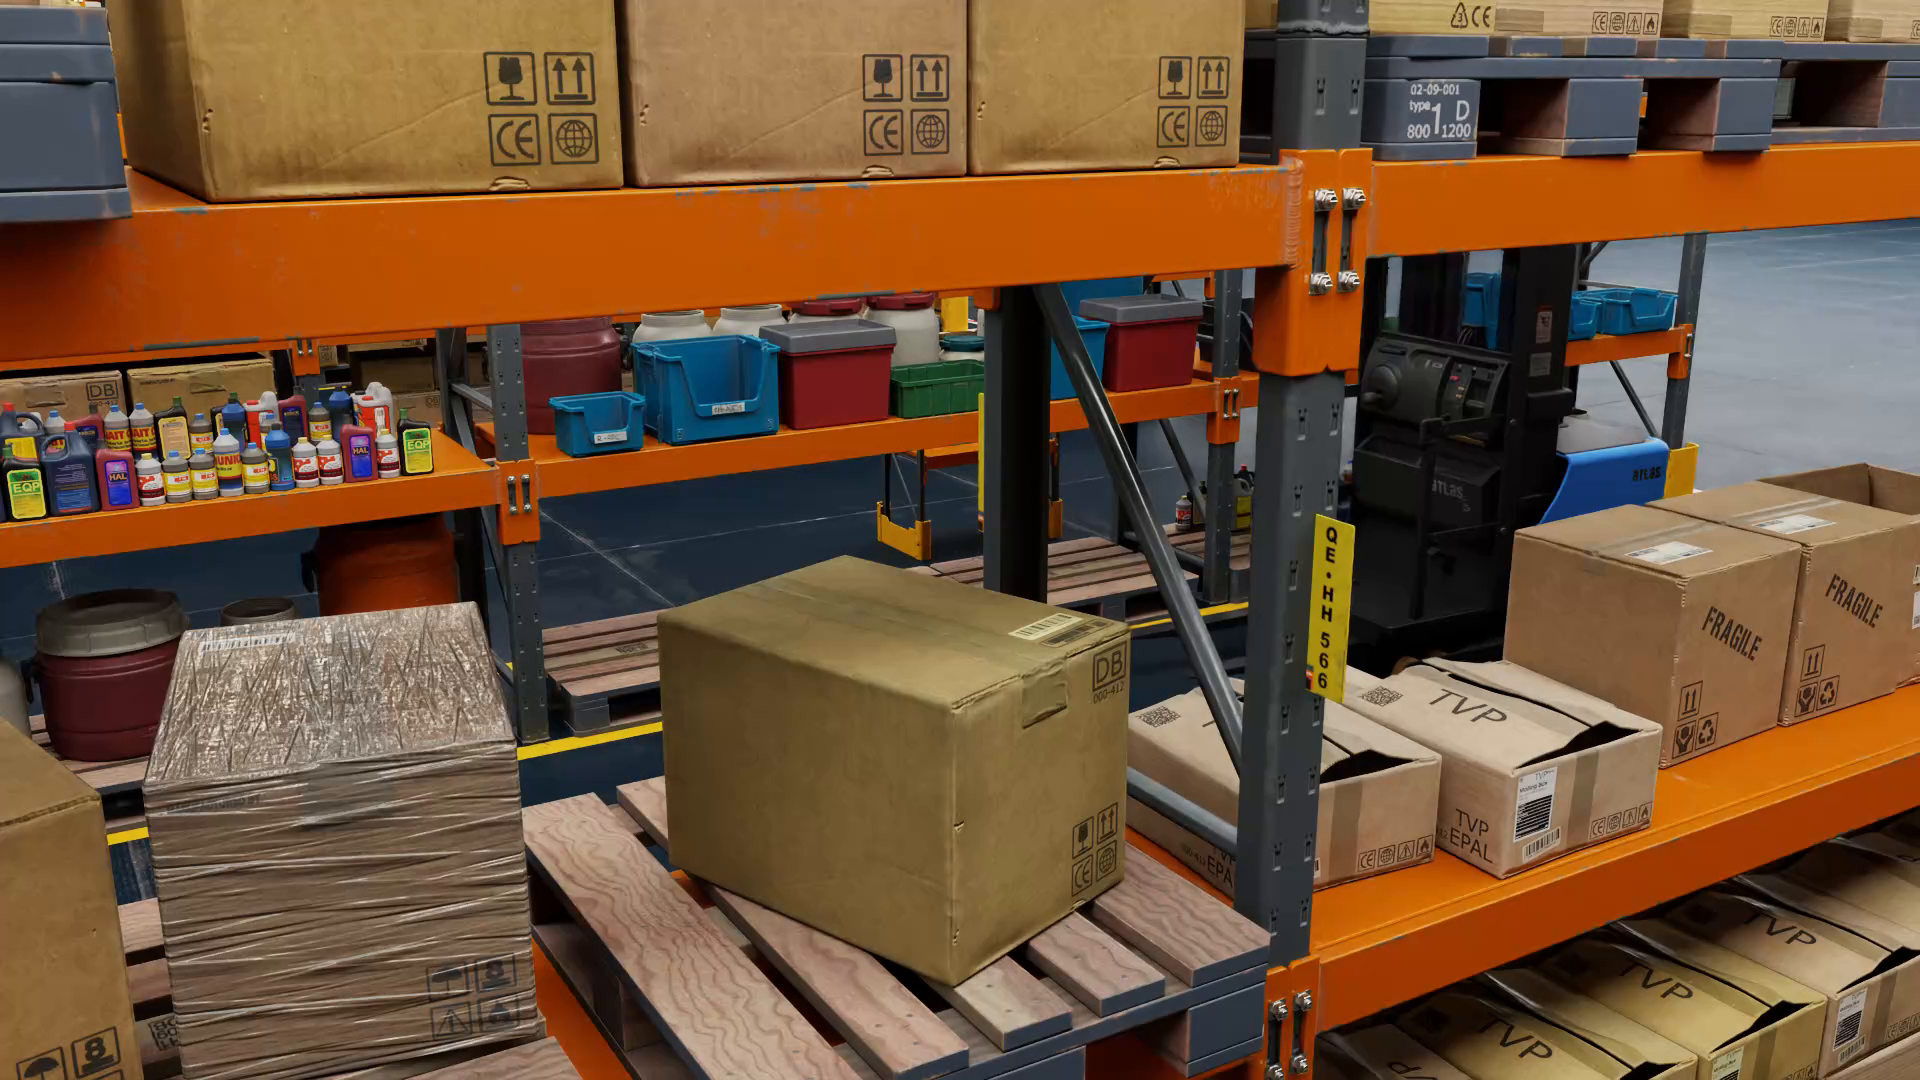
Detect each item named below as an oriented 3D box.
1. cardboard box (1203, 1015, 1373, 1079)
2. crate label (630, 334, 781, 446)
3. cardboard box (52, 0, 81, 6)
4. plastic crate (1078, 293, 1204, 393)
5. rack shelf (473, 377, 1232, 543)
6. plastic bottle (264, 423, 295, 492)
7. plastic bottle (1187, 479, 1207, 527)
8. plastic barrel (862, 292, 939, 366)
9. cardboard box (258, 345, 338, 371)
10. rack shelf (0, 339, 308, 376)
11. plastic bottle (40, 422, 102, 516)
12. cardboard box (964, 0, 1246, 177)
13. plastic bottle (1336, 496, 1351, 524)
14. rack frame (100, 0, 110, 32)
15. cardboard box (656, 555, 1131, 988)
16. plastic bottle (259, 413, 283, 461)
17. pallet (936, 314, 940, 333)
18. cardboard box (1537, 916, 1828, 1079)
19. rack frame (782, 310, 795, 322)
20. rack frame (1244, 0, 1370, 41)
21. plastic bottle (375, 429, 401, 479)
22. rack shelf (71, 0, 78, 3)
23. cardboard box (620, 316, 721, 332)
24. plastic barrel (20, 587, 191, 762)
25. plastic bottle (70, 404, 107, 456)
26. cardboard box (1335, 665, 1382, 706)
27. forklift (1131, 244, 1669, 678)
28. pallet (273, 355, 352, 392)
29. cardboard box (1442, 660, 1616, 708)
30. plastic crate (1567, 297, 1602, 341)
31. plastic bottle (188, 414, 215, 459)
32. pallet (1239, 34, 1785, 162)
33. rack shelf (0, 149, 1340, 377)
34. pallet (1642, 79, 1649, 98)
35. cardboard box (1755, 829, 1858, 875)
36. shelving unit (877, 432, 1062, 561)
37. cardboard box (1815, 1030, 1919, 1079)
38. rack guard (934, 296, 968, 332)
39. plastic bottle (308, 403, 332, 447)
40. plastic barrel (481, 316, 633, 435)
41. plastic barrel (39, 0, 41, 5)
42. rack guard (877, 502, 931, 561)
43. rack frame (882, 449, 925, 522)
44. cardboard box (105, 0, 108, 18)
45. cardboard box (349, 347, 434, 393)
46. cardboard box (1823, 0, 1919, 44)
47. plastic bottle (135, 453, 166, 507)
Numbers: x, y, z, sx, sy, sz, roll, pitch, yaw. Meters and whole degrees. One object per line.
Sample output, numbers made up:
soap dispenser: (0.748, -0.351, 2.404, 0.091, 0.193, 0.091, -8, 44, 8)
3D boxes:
cardboard box: (0.681, 1.239, 4.211, 0.500, 0.311, 0.500, -9, 18, -28)
crate label: (-1.198, -0.722, 7.864, 0.616, 0.435, 0.502, -9, 18, -30)
cardboard box: (-7.852, -4.607, 14.628, 0.258, 0.266, 0.396, -9, 18, -30)
plastic crate: (0.983, -1.078, 9.081, 0.583, 0.464, 0.402, -9, 18, -30)
rack shelf: (-0.474, -0.561, 8.688, 4.000, 0.370, 1.077, -9, 18, -30)
plastic bottle: (-2.789, -0.342, 6.811, 0.097, 0.271, 0.097, 0, 16, 0)
plastic bottle: (1.483, -0.233, 10.401, 0.133, 0.283, 0.061, -8, 18, -27)
plastic barrel: (-0.322, -1.067, 8.907, 0.433, 0.535, 0.433, 0, 16, 0)
cardboard box: (-6.639, -2.120, 16.306, 0.750, 0.750, 1.050, -9, 18, -30)
rack shelf: (-6.454, -1.151, 10.792, 4.000, 0.370, 1.077, -9, 18, -30)
plastic bottle: (-3.453, -0.280, 6.442, 0.185, 0.351, 0.144, -9, 18, -30)
cardboard box: (0.003, -0.907, 2.846, 0.500, 0.500, 0.910, -9, 18, -30)
plastic bottle: (2.308, -0.165, 10.032, 0.185, 0.351, 0.144, -10, 19, -32)
rack frame: (-9.843, -6.957, 19.057, 0.127, 3.000, 1.000, -9, 18, -30)
cardboard box: (-0.123, 0.380, 3.033, 0.700, 0.500, 0.500, 13, 20, 38)
plastic bottle: (-3.042, -0.458, 7.355, 0.097, 0.201, 0.097, 0, 16, 0)
pallet: (-0.995, -2.577, 19.714, 1.213, 0.211, 1.003, -9, 18, -30)
cardboard box: (1.844, 1.218, 4.283, 0.500, 0.311, 0.500, -10, 18, -31)
rack frame: (-1.311, -2.332, 13.671, 0.127, 3.000, 1.000, -9, 18, -30)
rack frame: (0.359, -2.372, 2.699, 0.127, 3.000, 1.000, -9, 18, -30)
plastic bottle: (-2.424, -0.367, 7.031, 0.097, 0.201, 0.097, 0, 16, 0)
rack shelf: (-14.117, -7.288, 22.311, 4.000, 0.370, 1.077, -9, 18, -30)
cardboard box: (-3.203, -2.744, 18.299, 0.875, 0.875, 0.875, -9, 18, -29)
plastic barrel: (-3.567, 0.558, 7.051, 0.708, 0.588, 0.600, -9, 18, -30)
plastic bottle: (-3.740, -0.438, 7.132, 0.133, 0.283, 0.061, -9, 18, -30)
cardboard box: (0.988, 0.449, 4.217, 0.250, 0.149, 0.380, -9, 18, -30)
forklift: (2.242, -0.830, 8.440, 3.031, 2.935, 1.130, -8, 18, -27)
pallet: (-6.493, -1.687, 16.536, 1.213, 0.211, 1.003, -9, 18, -30)
cardboard box: (1.423, 0.447, 4.222, 0.250, 0.149, 0.380, -8, 17, -26)
plastic crate: (3.834, -1.442, 10.774, 0.408, 0.251, 0.499, -9, 18, -30)
plastic bottle: (-3.350, -0.456, 7.348, 0.097, 0.201, 0.097, 0, 16, 0)
pallet: (0.895, -0.952, 3.540, 1.003, 0.211, 1.213, -8, 18, -27)
rack shelf: (-1.355, -0.303, 2.209, 4.000, 0.370, 1.077, -9, 18, -30)
pallet: (3.909, -3.003, 10.857, 1.213, 0.211, 1.003, -9, 18, -30)
cardboard box: (2.431, 0.953, 5.230, 0.500, 0.311, 0.500, -10, 18, -32)
shelving unit: (0.065, -0.733, 10.745, 1.083, 1.500, 0.587, -9, 18, -30)
cardboard box: (2.272, 1.419, 4.607, 0.500, 0.250, 0.500, -9, 18, -29)
rack guard: (-0.329, -2.849, 20.147, 0.348, 0.500, 1.175, -9, 18, -30)
plastic bottle: (-2.923, -0.525, 7.595, 0.097, 0.201, 0.097, 0, 16, 0)
plastic barrel: (-1.947, -0.830, 8.061, 0.708, 0.536, 0.600, -9, 18, -30)
plastic barrel: (-3.631, -2.060, 6.116, 0.433, 0.535, 0.433, 0, 16, 0)
rack guard: (-0.362, -0.062, 10.667, 0.087, 0.250, 0.587, -9, 18, -30)
rack frame: (-0.363, -0.663, 10.498, 0.032, 1.500, 0.500, -9, 18, -30)
cardboard box: (-5.225, -3.371, 10.850, 0.637, 0.503, 0.797, -8, 18, -26)
cardboard box: (-4.181, -1.245, 12.221, 0.500, 0.250, 0.500, -8, 18, -27)
cardboard box: (2.117, -1.362, 4.154, 0.500, 0.250, 0.500, -11, 19, -34)
plastic bottle: (-3.206, -0.241, 6.579, 0.097, 0.201, 0.097, 0, 16, 0)
